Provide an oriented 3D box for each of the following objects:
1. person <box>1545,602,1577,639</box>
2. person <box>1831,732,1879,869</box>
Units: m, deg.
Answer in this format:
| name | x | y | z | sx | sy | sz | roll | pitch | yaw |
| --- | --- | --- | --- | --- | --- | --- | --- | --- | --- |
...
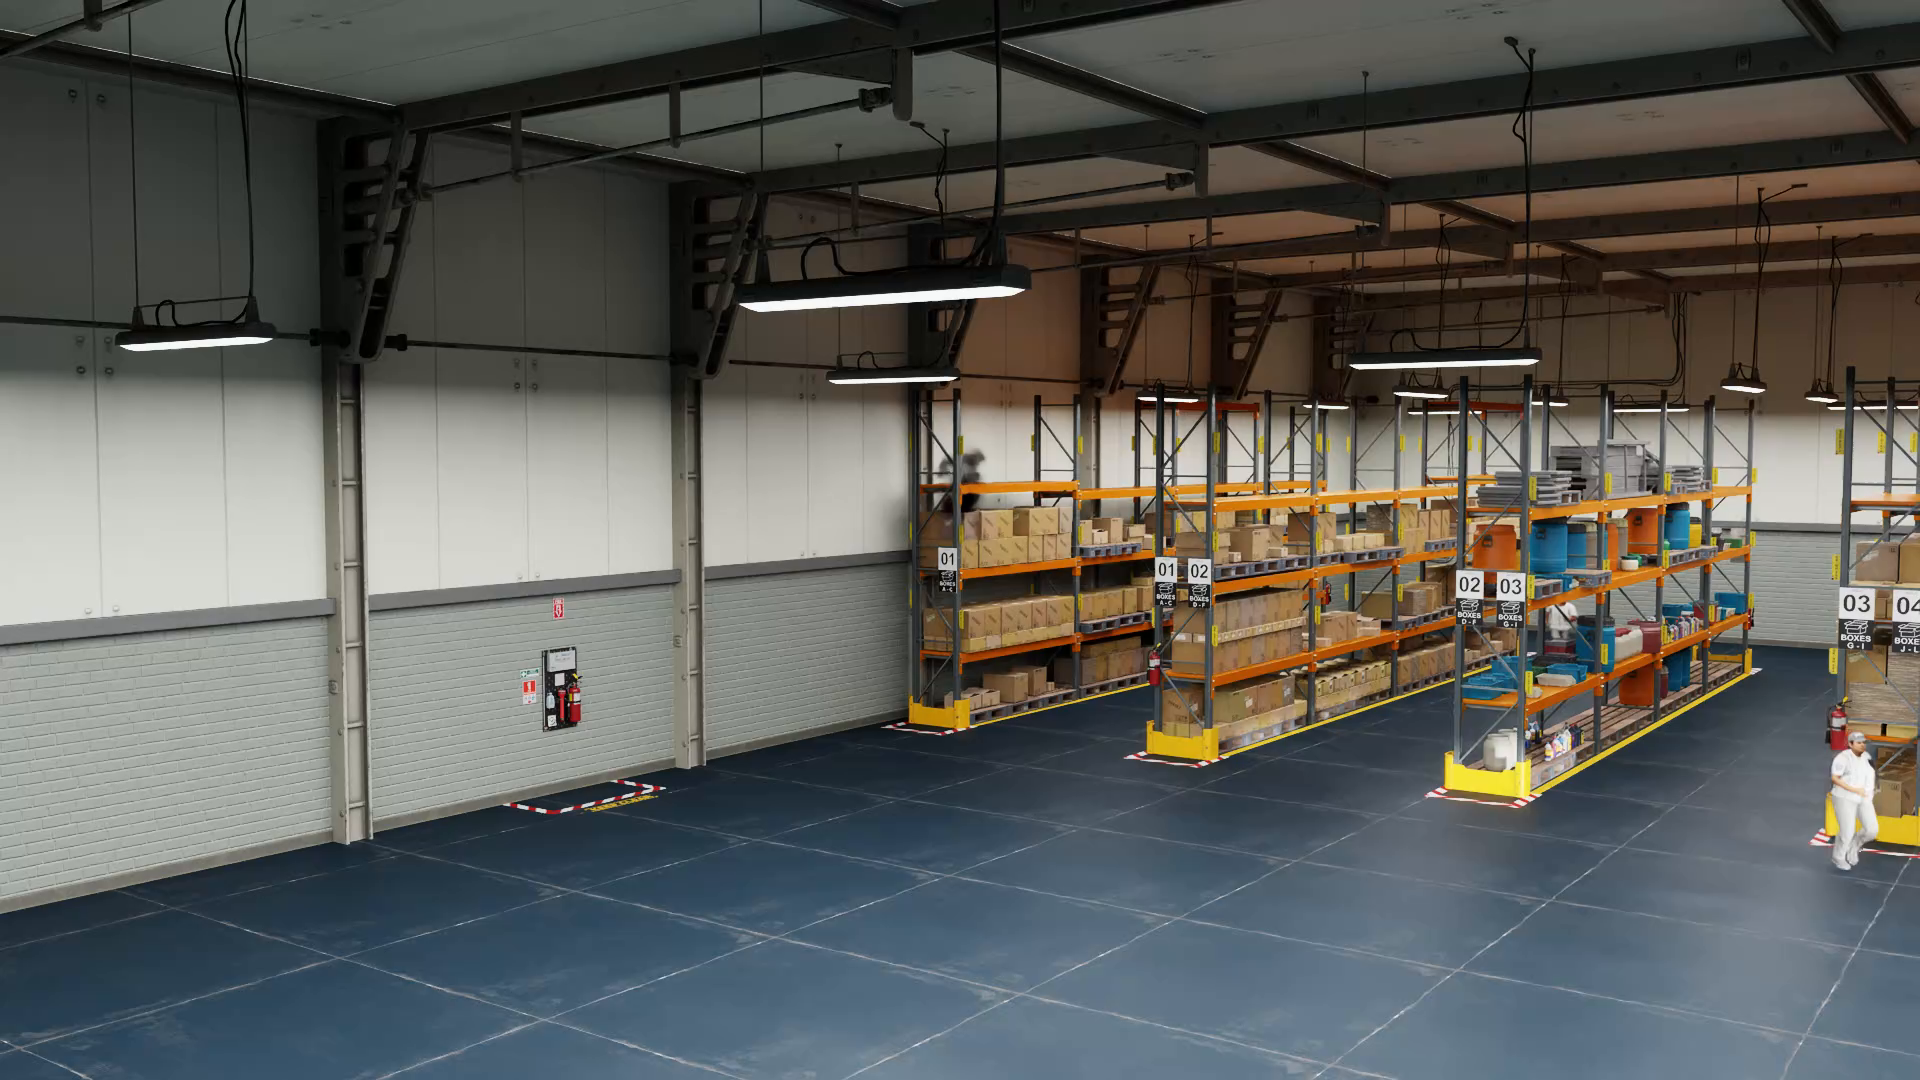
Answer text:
| name | x | y | z | sx | sy | sz | roll | pitch | yaw |
| --- | --- | --- | --- | --- | --- | --- | --- | --- | --- |
| person | 13.338 | 2.018 | 36.949 | 0.673 | 1.831 | 0.771 | 1 | 4 | 22 |
| person | 10.589 | 3.073 | 19.600 | 0.638 | 1.633 | 0.574 | 0 | 3 | -8 |
